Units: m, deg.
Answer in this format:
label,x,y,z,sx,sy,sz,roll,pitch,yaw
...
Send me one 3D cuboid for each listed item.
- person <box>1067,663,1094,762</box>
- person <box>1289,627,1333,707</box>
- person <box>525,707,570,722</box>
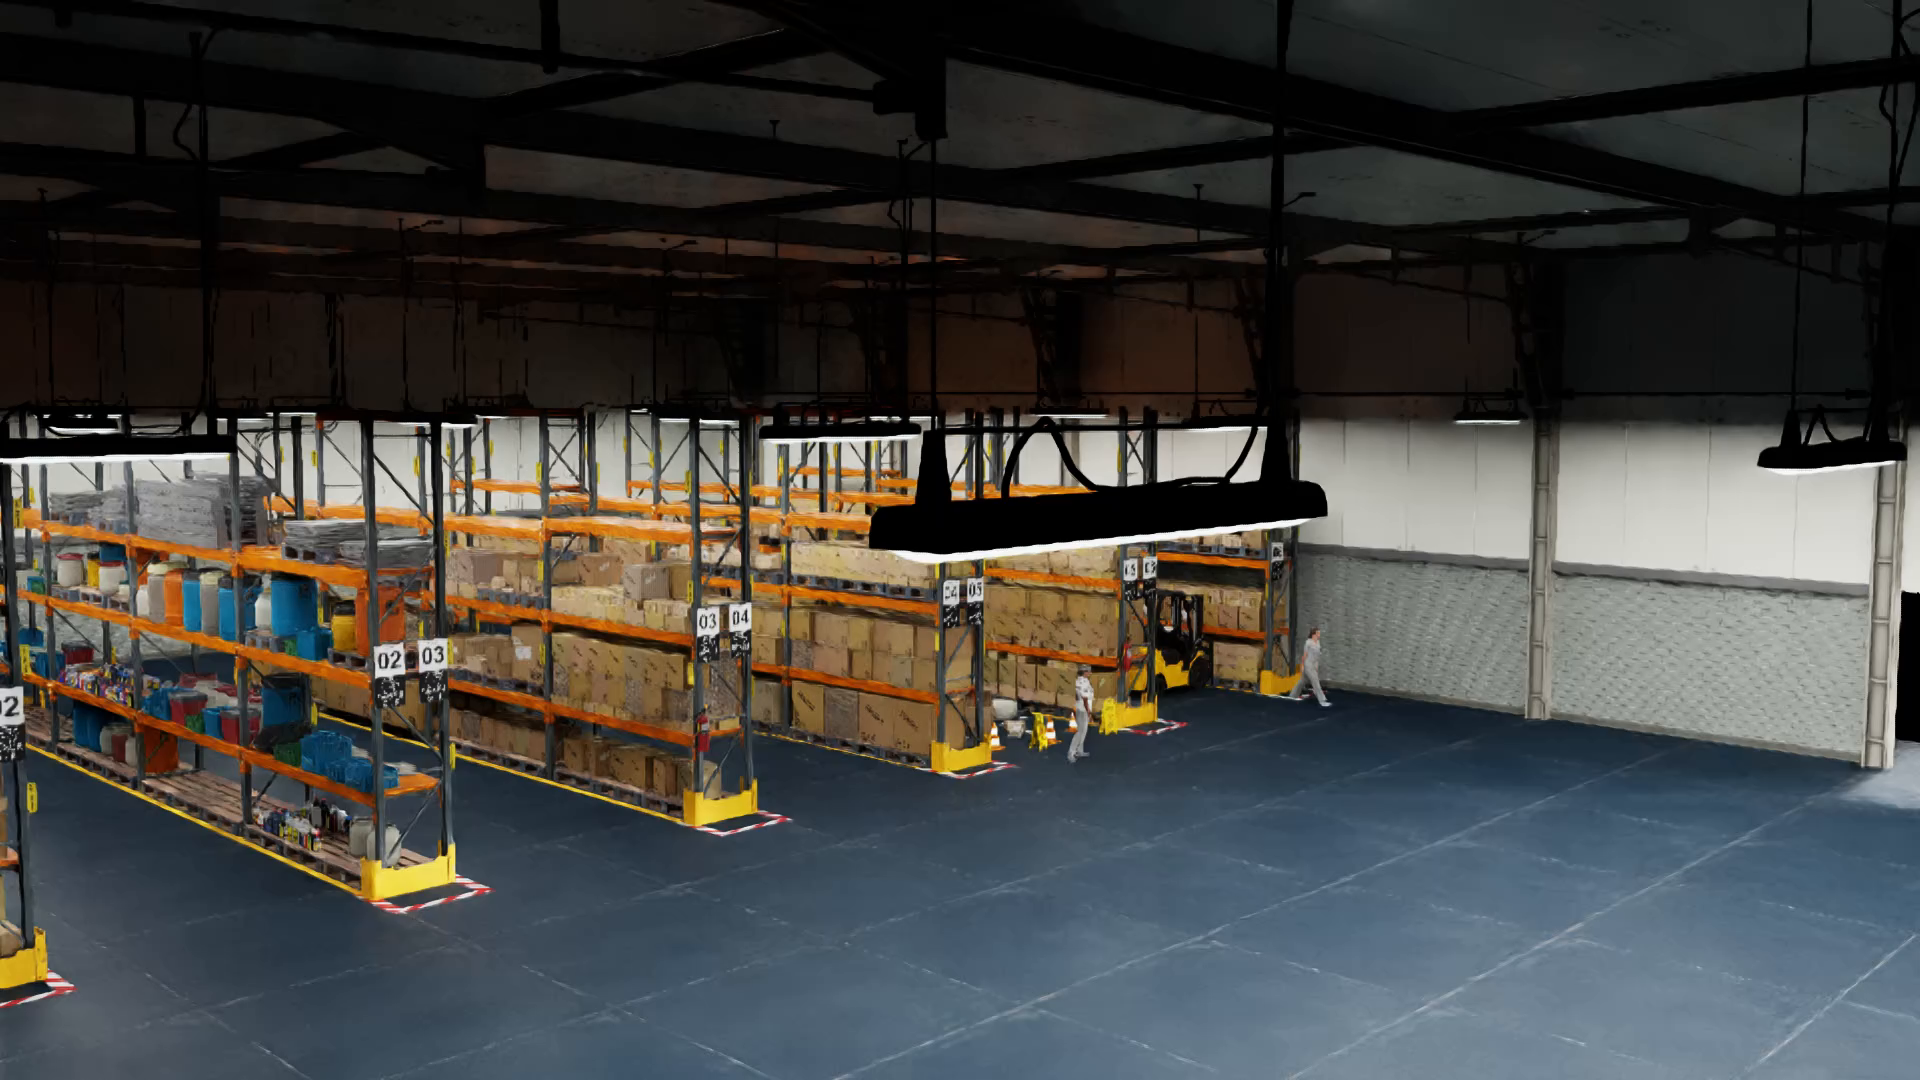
label,x,y,z,sx,sy,sz,roll,pitch,yaw
person,2.080,2.968,28.687,0.489,1.667,0.676,0,5,-2
person,7.144,2.539,33.698,1.110,1.589,0.445,4,7,42
person,-7.954,2.679,31.780,1.106,1.644,0.546,5,7,42
